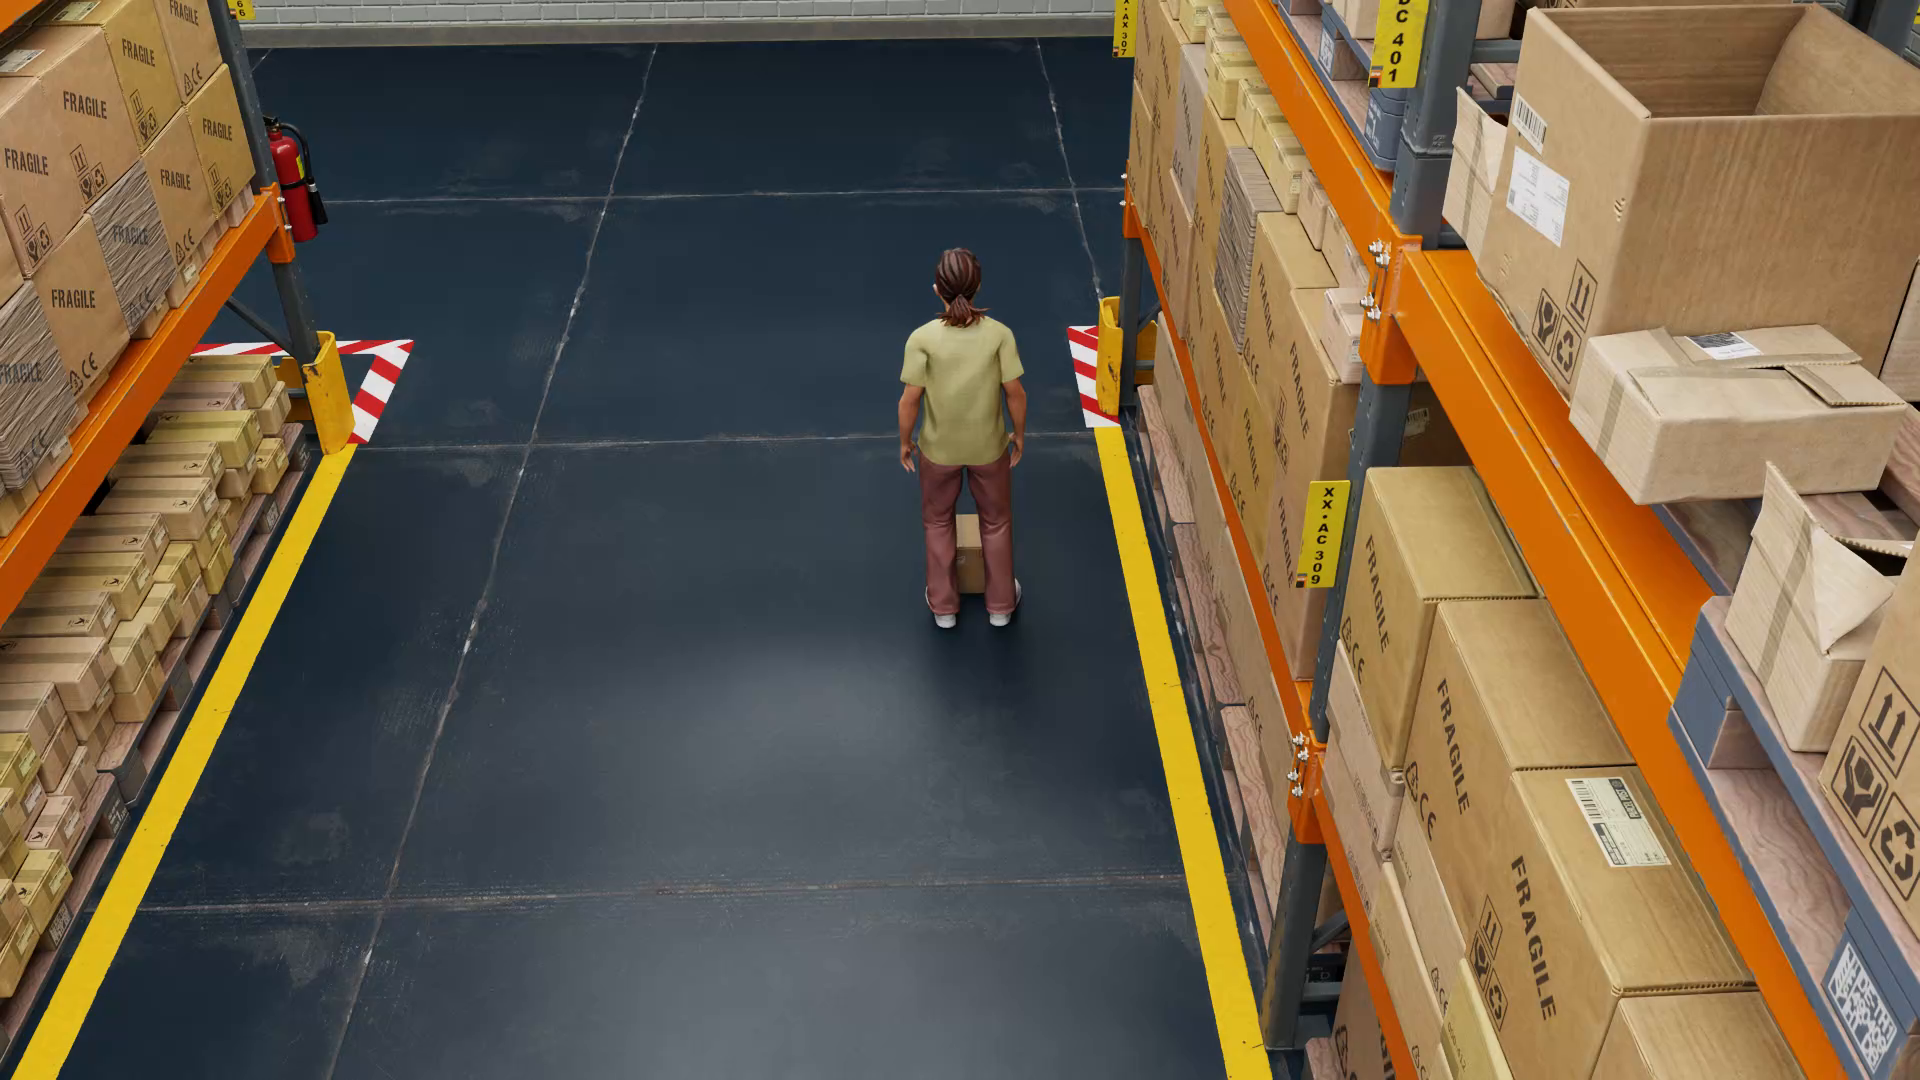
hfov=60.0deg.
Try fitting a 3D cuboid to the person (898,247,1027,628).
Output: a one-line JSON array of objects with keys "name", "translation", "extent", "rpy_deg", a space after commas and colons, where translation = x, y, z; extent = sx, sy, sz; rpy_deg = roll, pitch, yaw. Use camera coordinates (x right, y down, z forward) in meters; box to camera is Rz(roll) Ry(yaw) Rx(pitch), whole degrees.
[{"name": "person", "translation": [0.014, -0.377, 6.678], "extent": [0.519, 1.673, 0.356], "rpy_deg": [-2, 35, -3]}]
